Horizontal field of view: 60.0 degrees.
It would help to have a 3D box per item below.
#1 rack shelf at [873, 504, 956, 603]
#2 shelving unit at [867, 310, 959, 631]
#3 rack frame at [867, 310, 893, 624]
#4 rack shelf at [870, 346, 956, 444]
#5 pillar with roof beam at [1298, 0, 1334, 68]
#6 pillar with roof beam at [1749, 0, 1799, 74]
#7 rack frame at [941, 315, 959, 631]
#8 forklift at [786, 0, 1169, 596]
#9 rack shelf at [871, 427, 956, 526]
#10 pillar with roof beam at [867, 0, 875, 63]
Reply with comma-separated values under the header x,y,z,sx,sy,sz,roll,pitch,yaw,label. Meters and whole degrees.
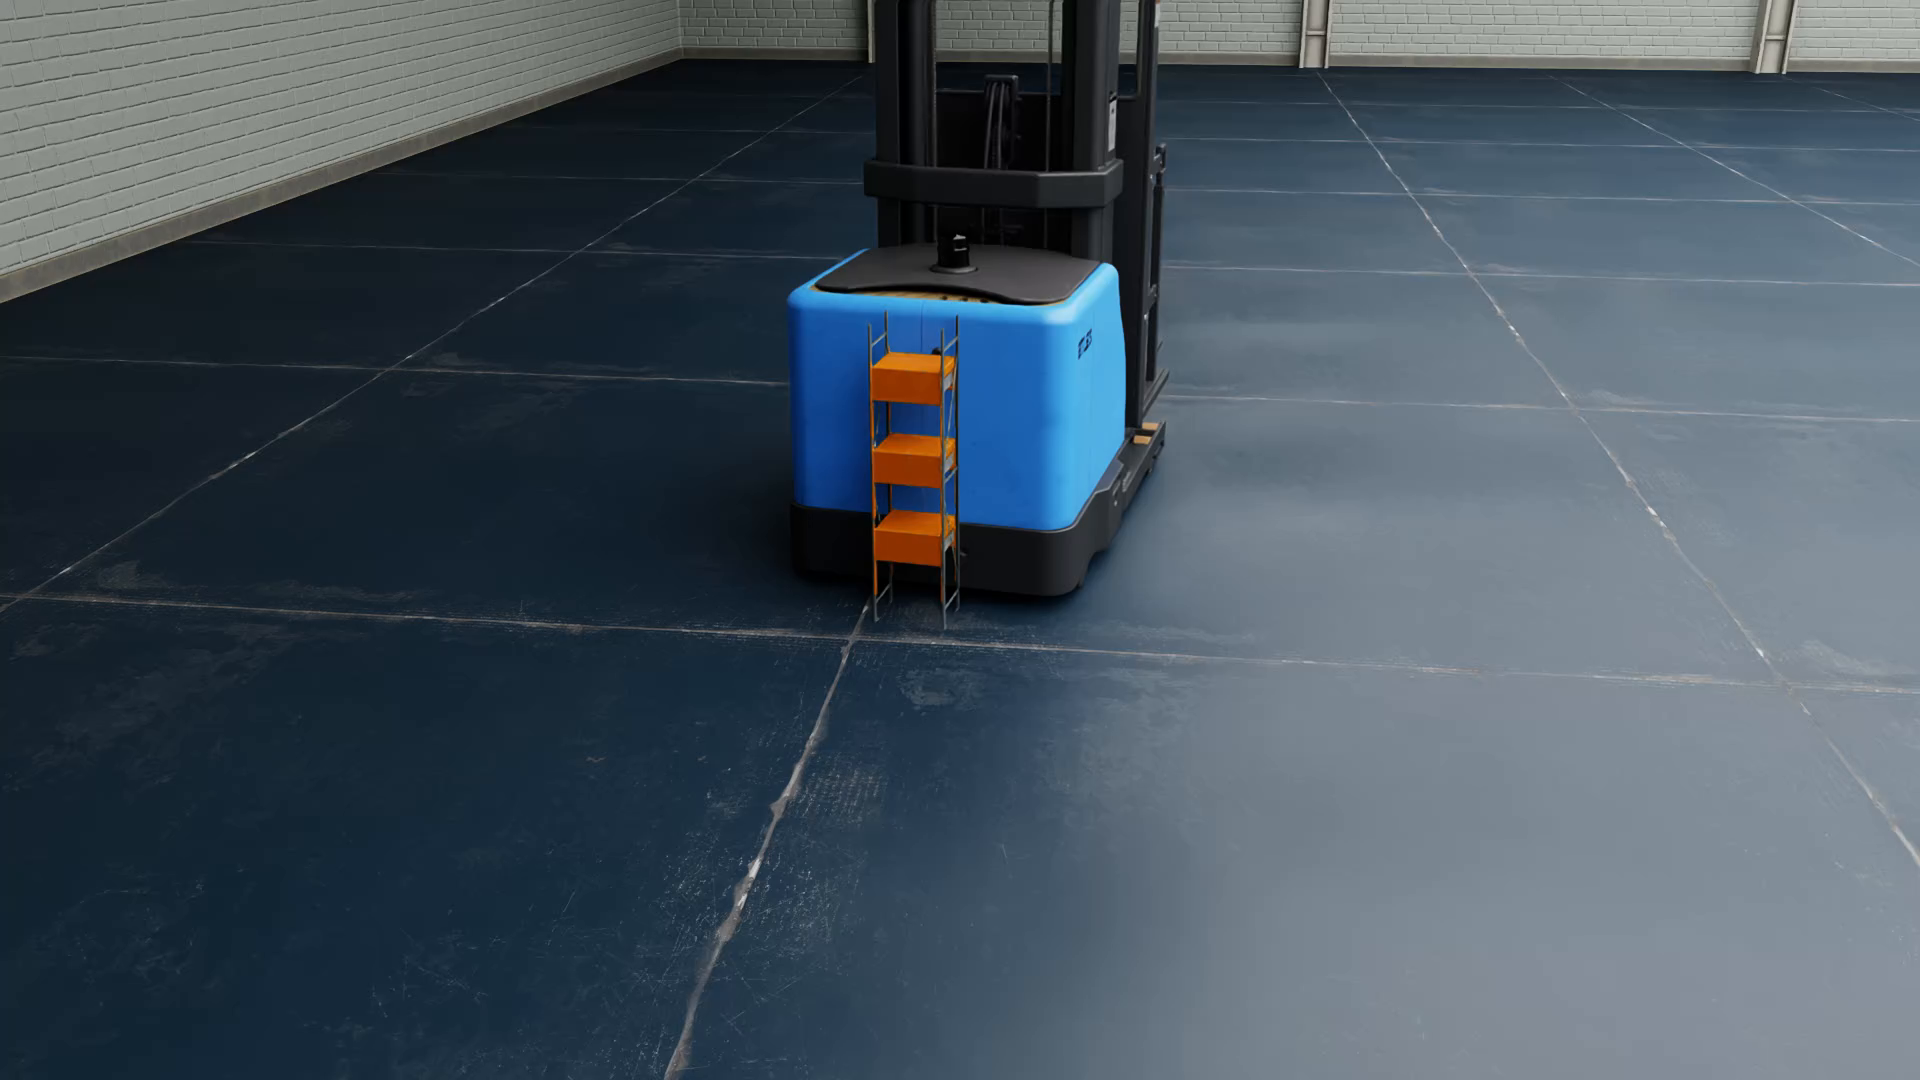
x,y,z,sx,sy,sz,roll,pitch,yaw,label
-0.150,0.043,5.687,0.240,0.259,0.215,6,22,14,rack shelf
-0.150,-0.225,5.581,0.252,1.050,0.215,6,22,14,shelving unit
-0.267,-0.237,5.610,0.008,1.050,0.200,6,22,14,rack frame
-0.150,-0.479,5.480,0.240,0.259,0.215,6,22,14,rack shelf
4.370,-9.154,17.355,0.400,9.000,9.100,2,22,6,pillar with roof beam
10.328,-8.894,16.698,0.400,9.000,9.100,2,22,6,pillar with roof beam
-0.032,-0.213,5.552,0.008,1.050,0.200,6,22,14,rack frame
0.282,-1.680,6.702,1.130,2.935,3.031,6,22,15,forklift
-0.150,-0.215,5.585,0.240,0.259,0.215,6,22,14,rack shelf
-1.589,-9.414,18.011,0.400,9.000,9.100,2,22,6,pillar with roof beam
